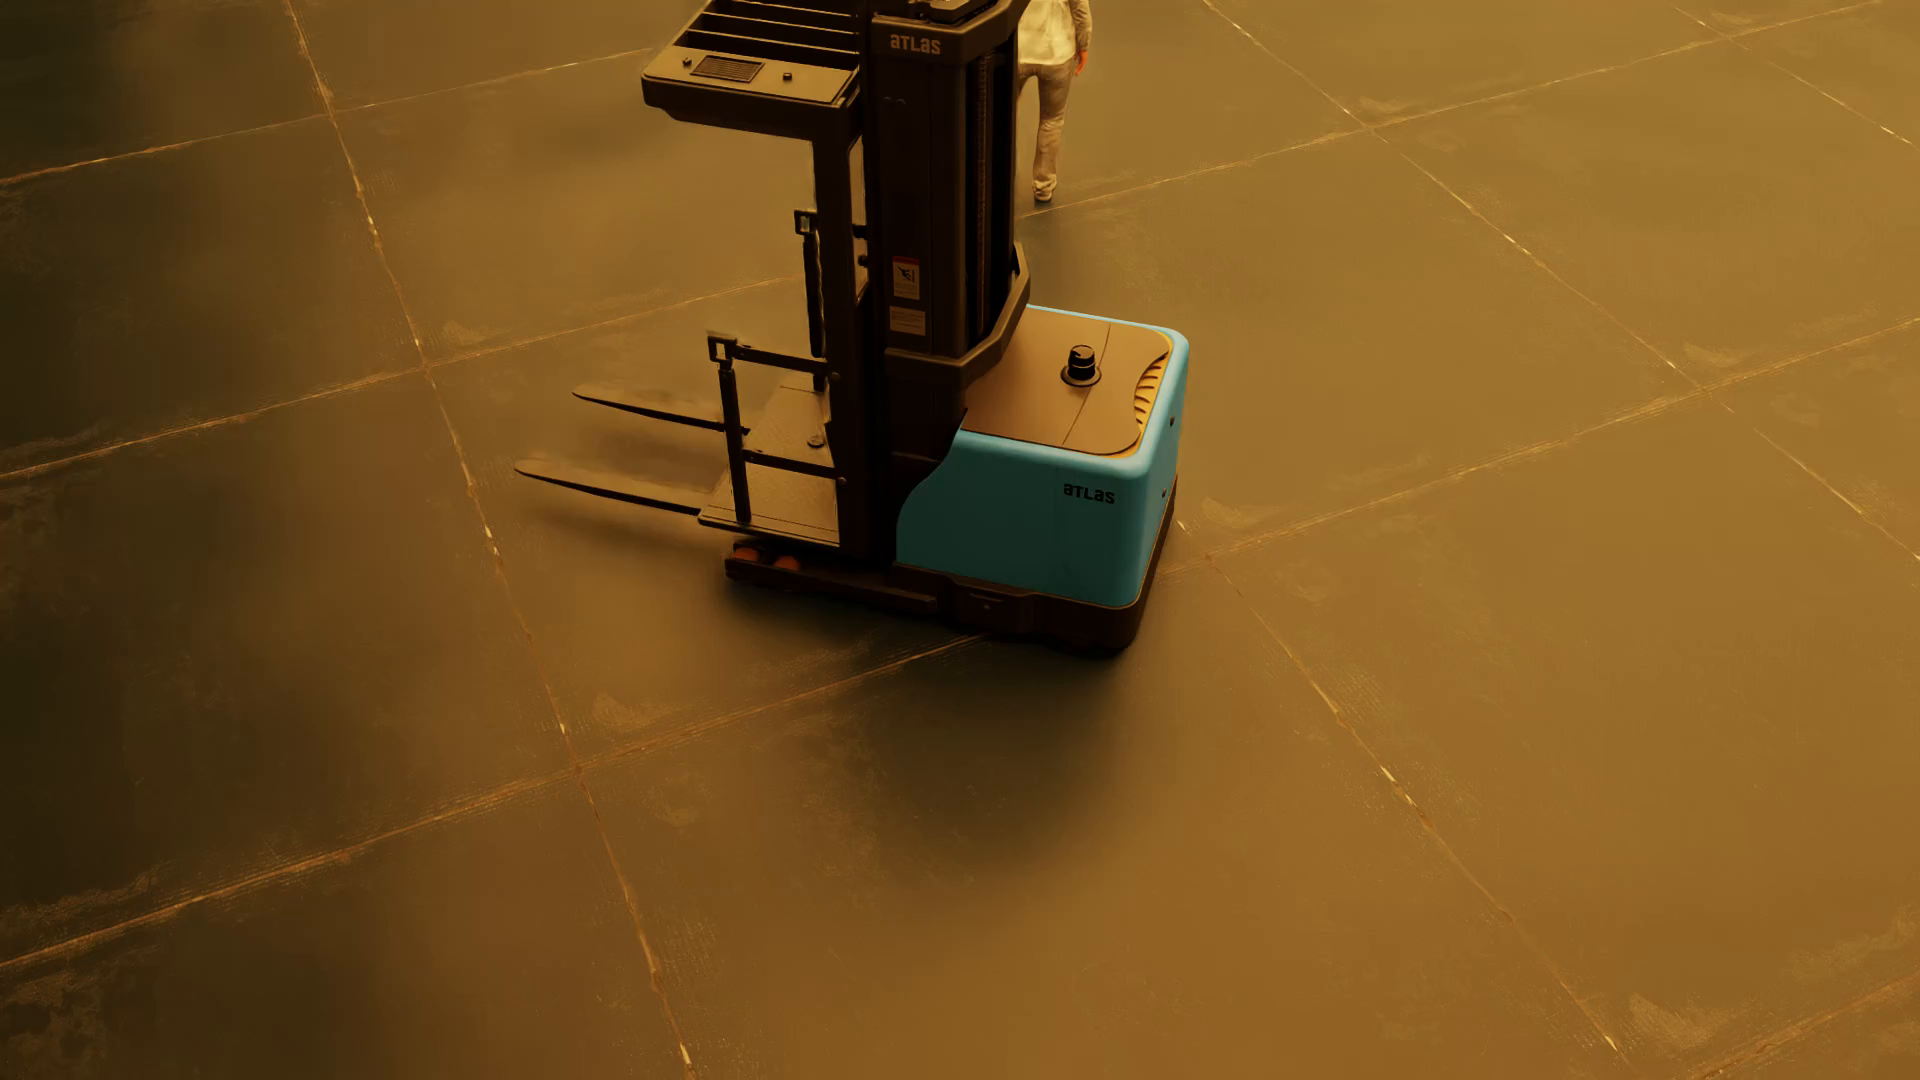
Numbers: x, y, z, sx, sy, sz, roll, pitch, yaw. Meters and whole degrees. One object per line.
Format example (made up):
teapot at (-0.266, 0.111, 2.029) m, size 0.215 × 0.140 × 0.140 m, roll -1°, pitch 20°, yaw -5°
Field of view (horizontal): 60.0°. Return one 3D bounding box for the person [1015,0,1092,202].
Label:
person at (0.445, -2.826, 9.619) m, size 0.631 × 1.817 × 0.540 m, roll 7°, pitch 43°, yaw 7°

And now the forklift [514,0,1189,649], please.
forklift at (-0.566, -1.169, 6.933) m, size 3.031 × 2.935 × 1.130 m, roll 11°, pitch 44°, yaw 12°
